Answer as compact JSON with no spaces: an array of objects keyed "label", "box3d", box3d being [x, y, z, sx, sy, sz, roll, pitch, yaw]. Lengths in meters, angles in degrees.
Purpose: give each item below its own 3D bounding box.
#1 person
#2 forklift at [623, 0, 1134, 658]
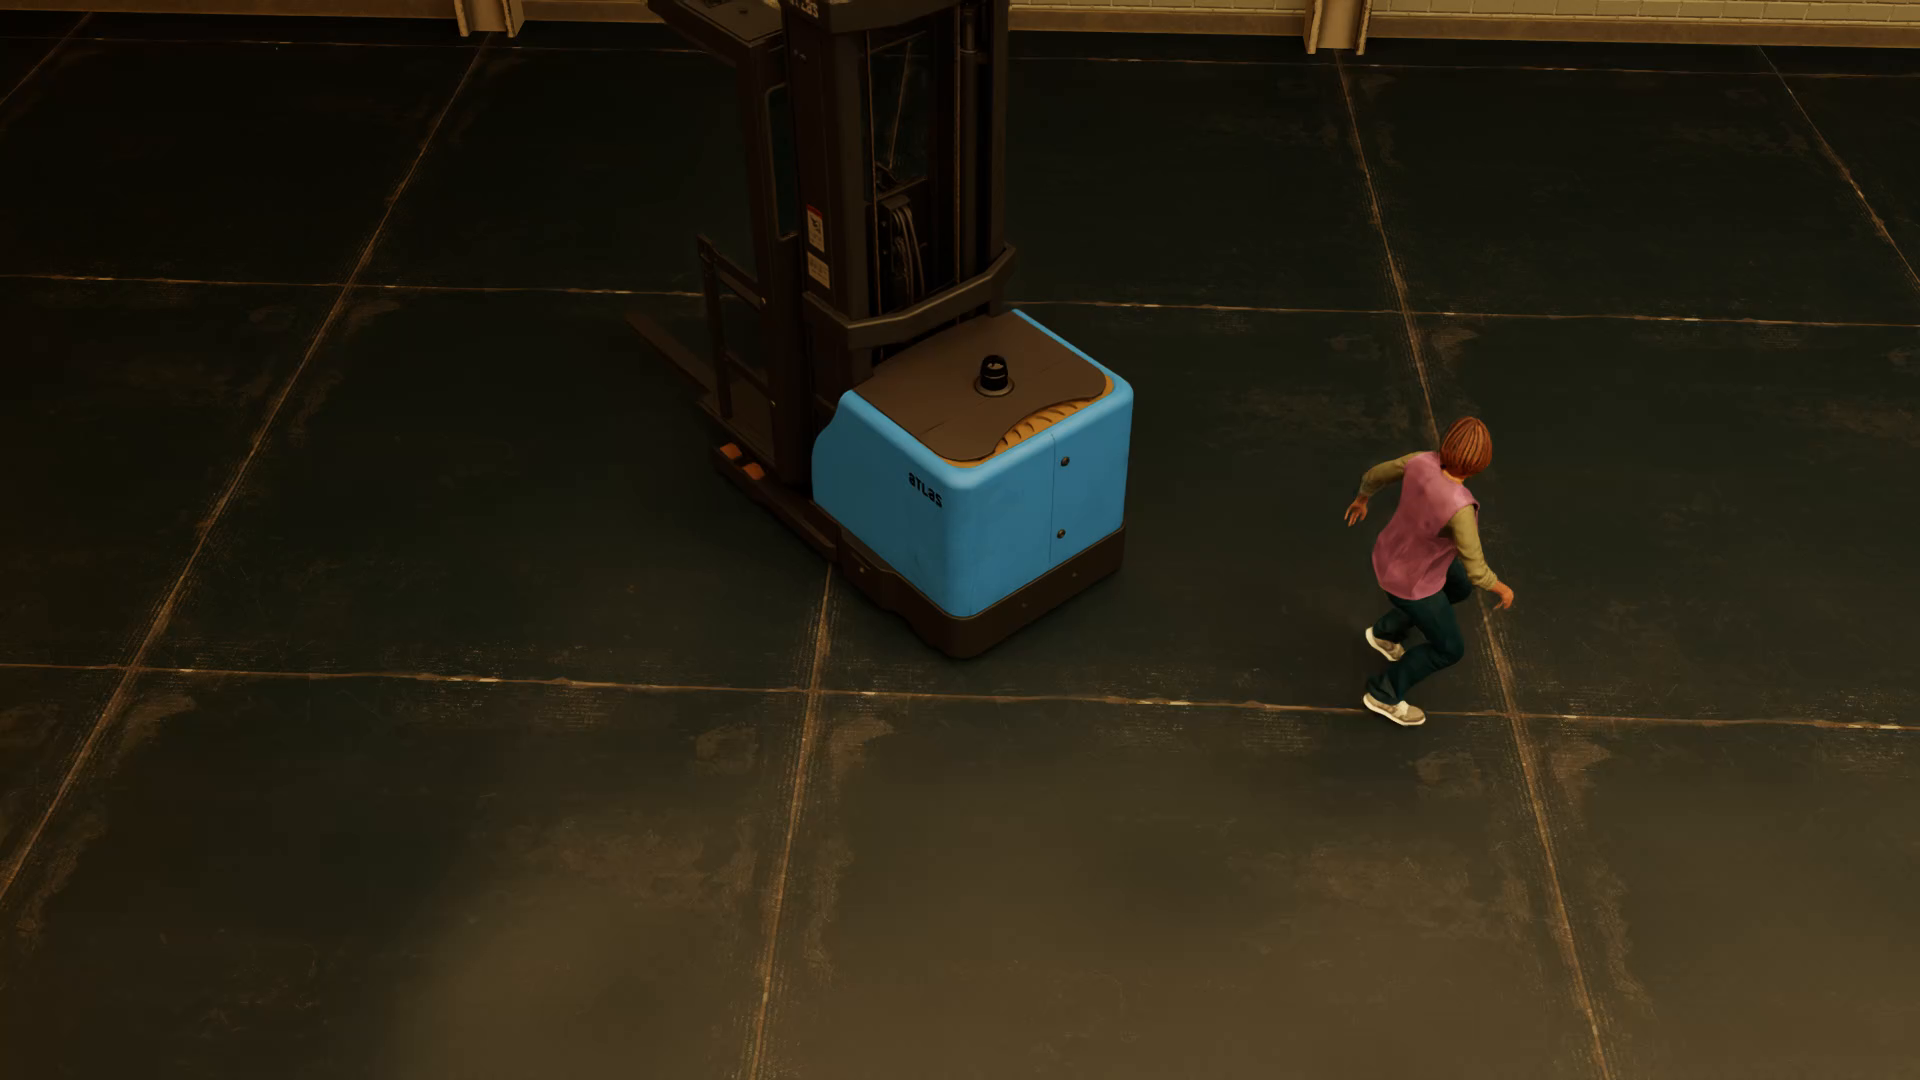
[{"label":"person","box3d":[1.890,0.106,6.688,0.580,1.512,0.648,-1,42,-1]},{"label":"forklift","box3d":[-0.577,-1.492,7.377,1.130,2.935,3.031,-30,50,-28]}]
